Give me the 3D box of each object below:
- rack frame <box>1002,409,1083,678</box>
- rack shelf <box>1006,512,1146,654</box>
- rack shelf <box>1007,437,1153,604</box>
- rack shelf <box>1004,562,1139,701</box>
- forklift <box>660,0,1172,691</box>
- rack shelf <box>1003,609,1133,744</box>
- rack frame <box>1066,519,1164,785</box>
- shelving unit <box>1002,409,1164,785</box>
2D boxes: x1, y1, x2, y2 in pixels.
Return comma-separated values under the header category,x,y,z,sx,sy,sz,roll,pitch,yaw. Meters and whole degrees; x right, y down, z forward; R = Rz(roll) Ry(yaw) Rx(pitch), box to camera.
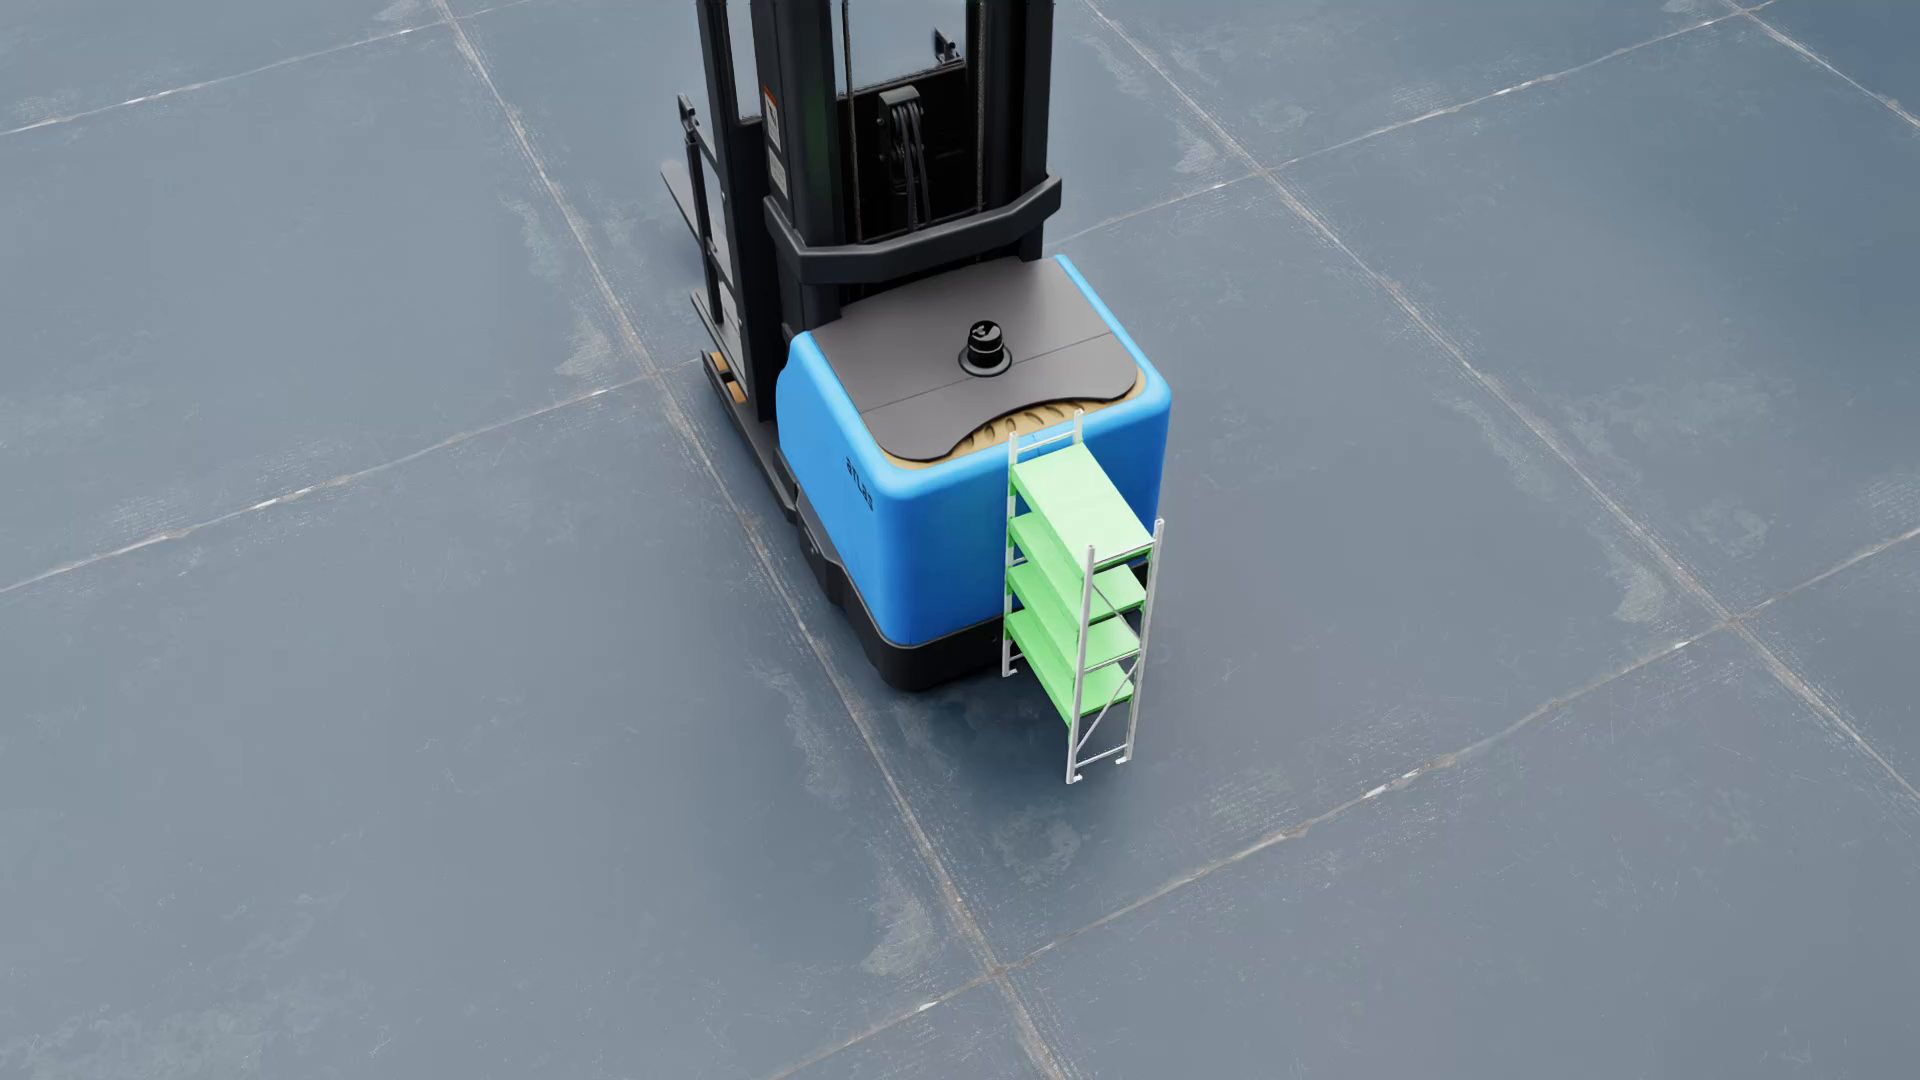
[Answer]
category,x,y,z,sx,sy,sz,roll,pitch,yaw
rack frame,0.259,0.045,5.414,0.240,1.200,0.015,-19,52,-16
rack shelf,0.362,0.095,5.136,0.258,0.148,0.480,-19,52,-16
rack shelf,0.362,-0.063,4.955,0.258,0.148,0.480,-19,52,-16
rack shelf,0.362,0.253,5.316,0.258,0.148,0.480,-19,52,-16
forklift,-0.392,-1.573,5.678,1.130,2.935,3.031,-19,52,-16
rack shelf,0.362,0.411,5.497,0.258,0.148,0.480,-19,52,-16
rack frame,0.466,0.377,5.123,0.240,1.200,0.015,-19,52,-16
shelving unit,0.362,0.211,5.268,0.258,1.200,0.503,-19,52,-16
